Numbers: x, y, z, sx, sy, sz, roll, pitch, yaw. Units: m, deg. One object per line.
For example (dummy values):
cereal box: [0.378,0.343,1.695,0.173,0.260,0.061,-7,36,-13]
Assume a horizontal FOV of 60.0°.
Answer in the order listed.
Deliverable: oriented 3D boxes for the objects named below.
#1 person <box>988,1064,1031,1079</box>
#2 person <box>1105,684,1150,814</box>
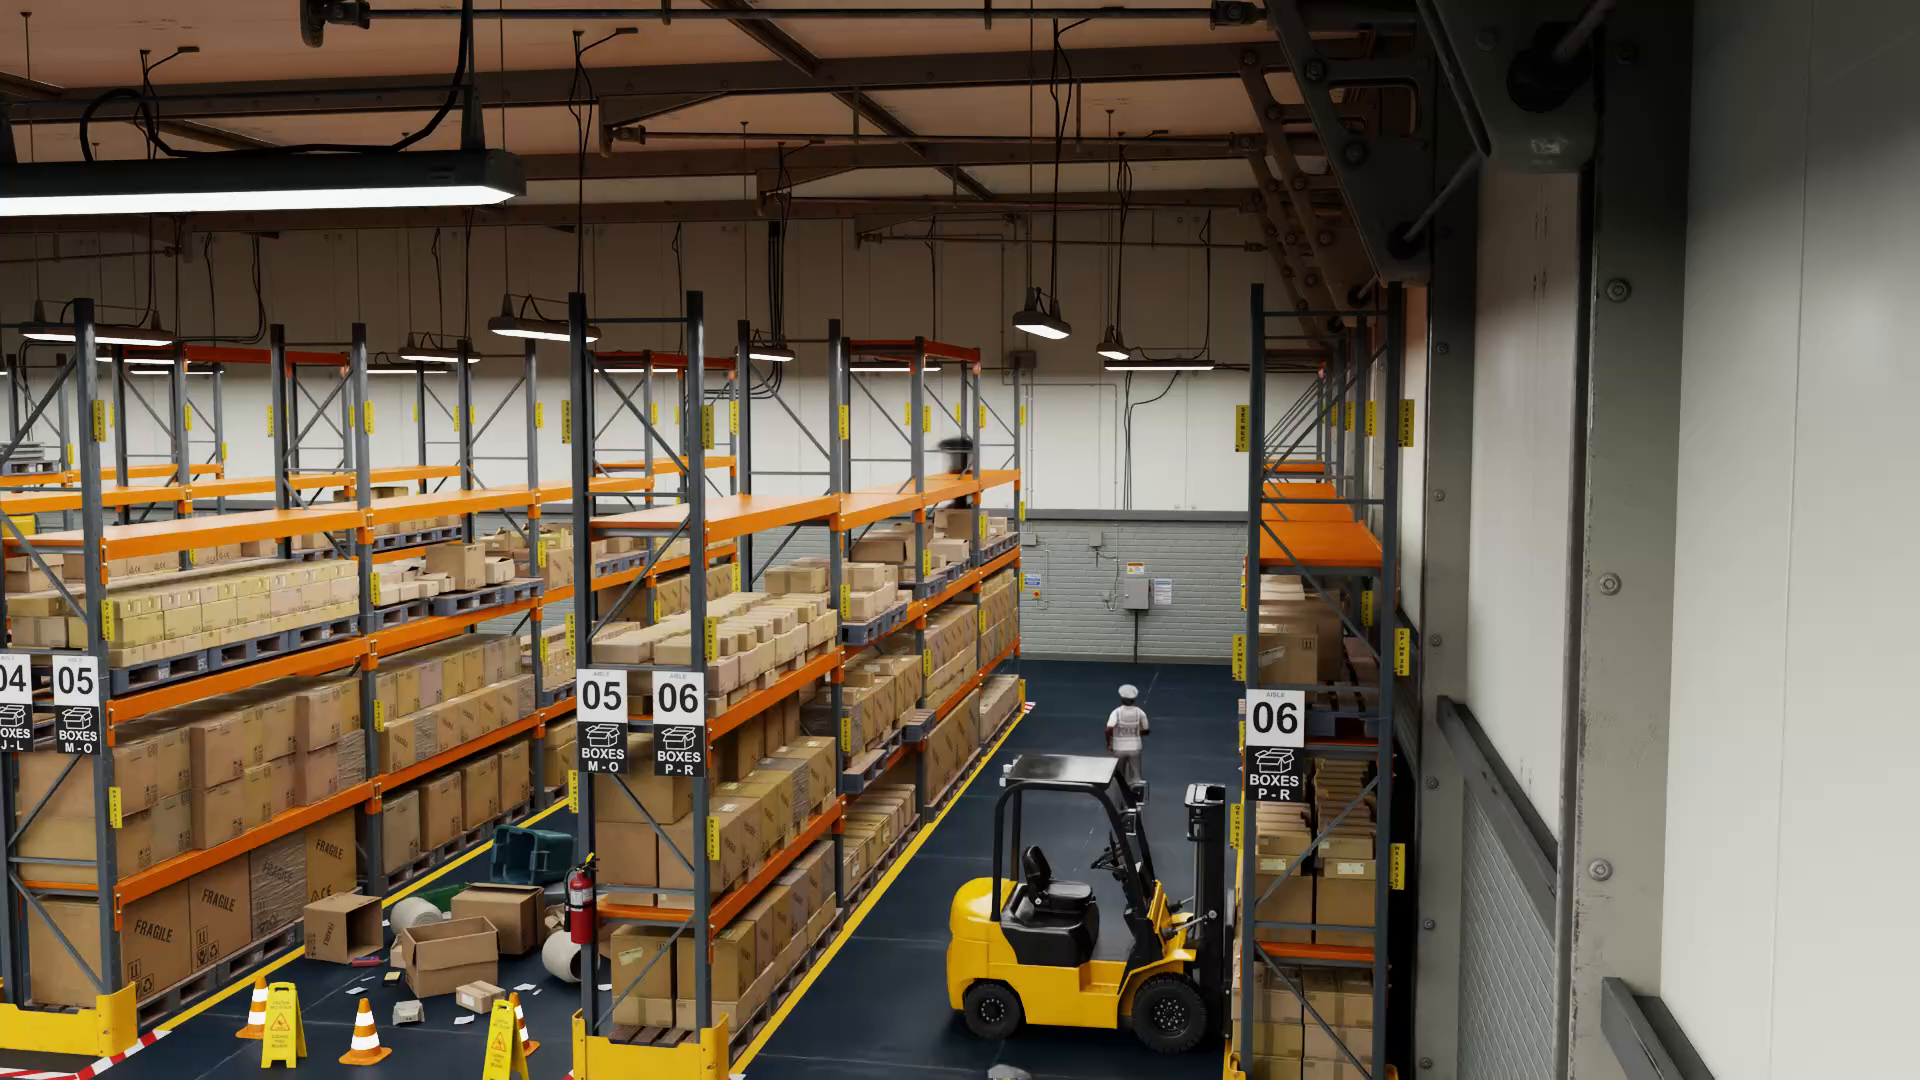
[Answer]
person: [0.244,3.625,9.214,0.728,1.590,0.628,3,5,29]
person: [2.093,2.643,20.862,0.585,1.666,0.866,0,5,-1]
